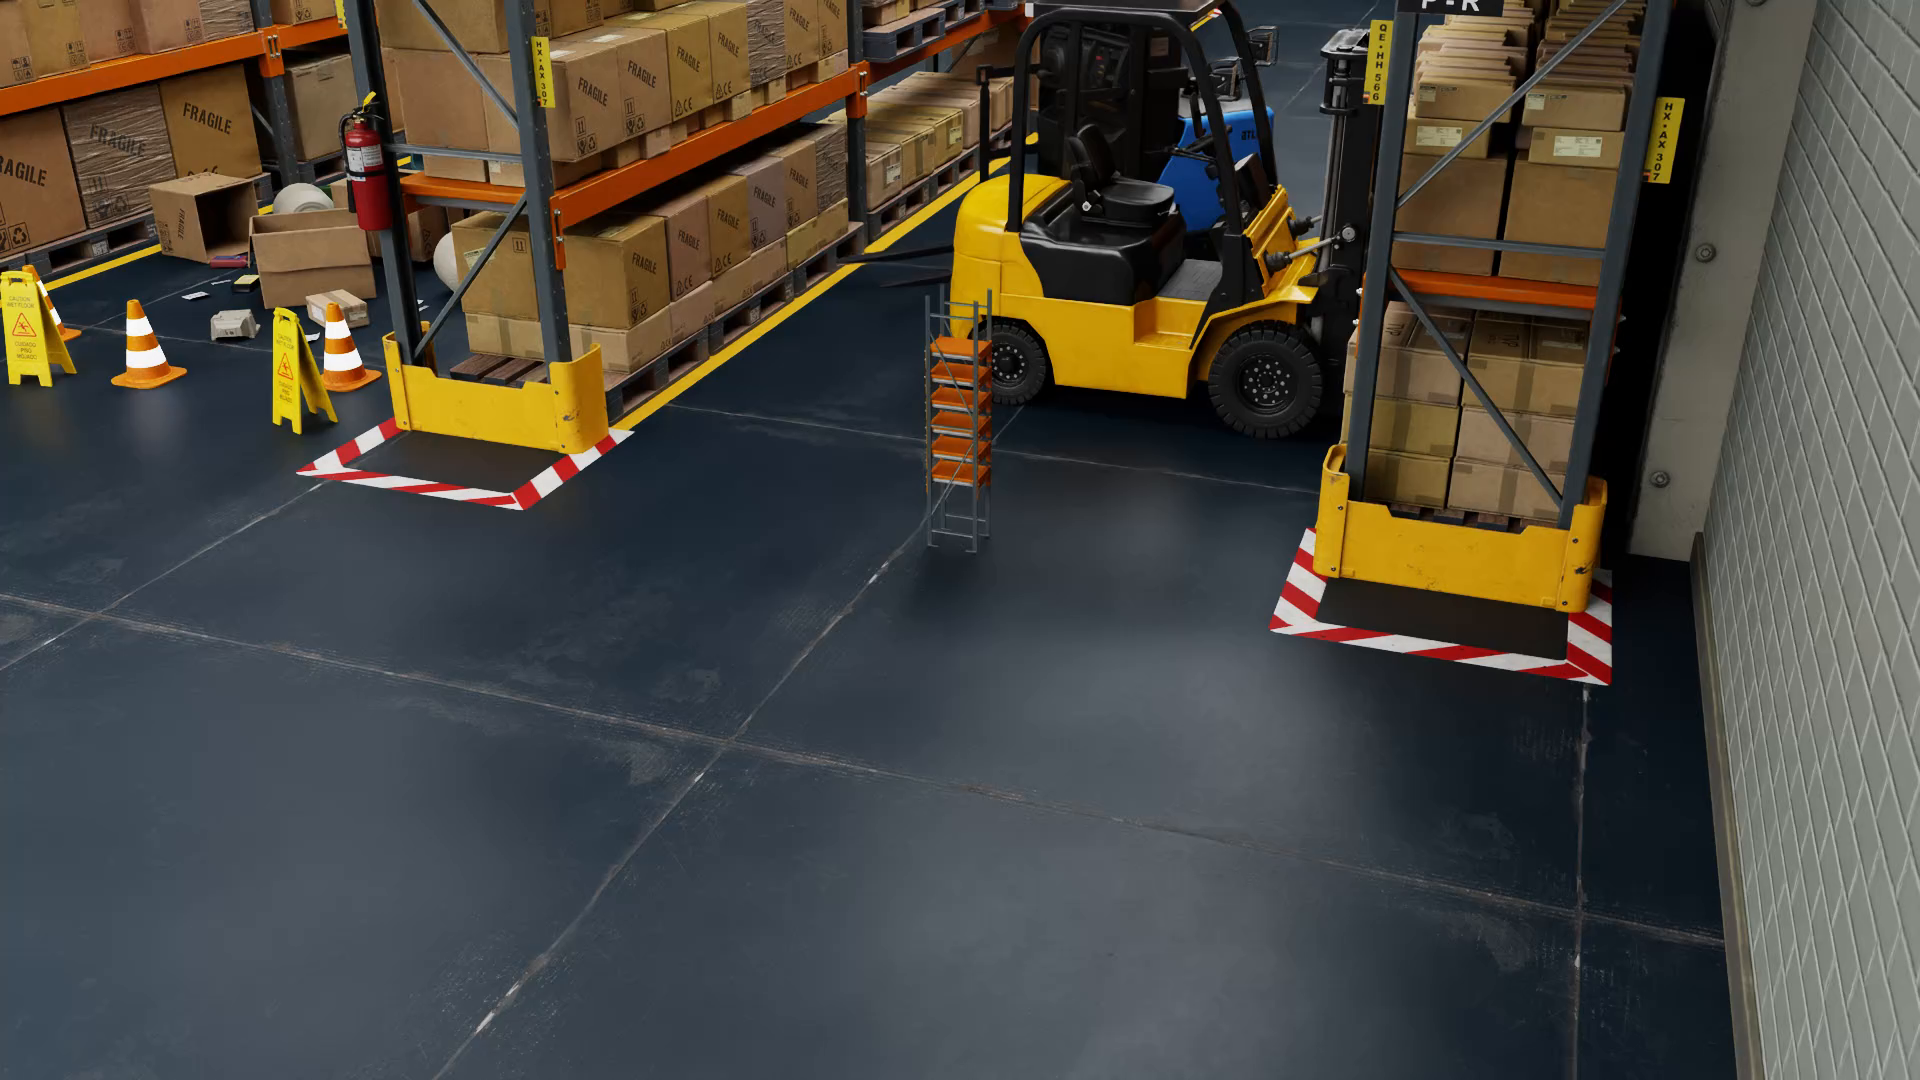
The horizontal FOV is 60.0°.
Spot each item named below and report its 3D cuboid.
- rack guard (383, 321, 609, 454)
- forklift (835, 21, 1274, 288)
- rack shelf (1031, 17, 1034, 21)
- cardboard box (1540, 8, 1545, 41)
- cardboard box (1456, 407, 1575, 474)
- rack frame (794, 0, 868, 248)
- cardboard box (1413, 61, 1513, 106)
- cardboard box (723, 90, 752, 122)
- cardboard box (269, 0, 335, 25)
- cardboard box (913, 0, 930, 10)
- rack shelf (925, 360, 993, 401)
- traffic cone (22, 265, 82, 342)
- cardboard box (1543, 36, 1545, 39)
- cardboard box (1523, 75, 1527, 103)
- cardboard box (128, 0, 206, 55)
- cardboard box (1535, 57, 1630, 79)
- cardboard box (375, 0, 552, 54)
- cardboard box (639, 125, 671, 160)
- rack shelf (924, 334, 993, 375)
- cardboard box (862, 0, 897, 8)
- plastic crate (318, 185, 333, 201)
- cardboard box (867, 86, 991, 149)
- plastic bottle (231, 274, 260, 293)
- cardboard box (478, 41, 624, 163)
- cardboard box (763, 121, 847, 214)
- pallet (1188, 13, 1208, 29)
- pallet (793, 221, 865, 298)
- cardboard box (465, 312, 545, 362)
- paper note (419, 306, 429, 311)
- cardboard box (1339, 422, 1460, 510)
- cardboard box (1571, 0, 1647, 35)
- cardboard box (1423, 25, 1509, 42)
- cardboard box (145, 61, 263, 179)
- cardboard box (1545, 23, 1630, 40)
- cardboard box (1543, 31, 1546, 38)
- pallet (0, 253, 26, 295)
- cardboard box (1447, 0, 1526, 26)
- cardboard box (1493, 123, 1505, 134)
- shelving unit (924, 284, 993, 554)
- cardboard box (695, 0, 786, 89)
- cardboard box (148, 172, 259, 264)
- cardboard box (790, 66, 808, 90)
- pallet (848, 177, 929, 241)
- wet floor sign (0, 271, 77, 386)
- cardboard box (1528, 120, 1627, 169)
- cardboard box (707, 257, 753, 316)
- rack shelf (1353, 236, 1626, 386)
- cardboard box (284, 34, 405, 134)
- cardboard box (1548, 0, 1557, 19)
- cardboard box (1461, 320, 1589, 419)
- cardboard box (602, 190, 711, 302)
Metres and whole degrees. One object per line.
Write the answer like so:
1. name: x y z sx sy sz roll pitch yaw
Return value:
1. rack guard: -2.472 -0.820 8.869 1.175 0.500 0.348 9 27 17
2. forklift: 0.645 -3.184 10.962 3.031 2.935 1.130 -14 29 -27
3. rack shelf: 0.830 -5.699 16.904 1.077 0.370 4.000 9 27 17
4. cardboard box: 3.603 -3.448 11.027 0.500 0.250 0.500 8 27 16
5. cardboard box: 2.537 -0.535 7.512 0.500 0.250 0.500 9 27 18
6. rack frame: -1.166 -3.557 11.655 1.000 3.000 0.127 9 27 17
7. cardboard box: 2.158 -1.950 7.134 0.380 0.149 0.250 9 27 18
8. cardboard box: -1.485 -2.638 10.045 0.380 0.149 0.250 9 27 18
9. cardboard box: -5.439 -4.456 13.396 0.500 0.500 0.500 9 27 18
10. cardboard box: -0.446 -4.143 12.671 0.380 0.149 0.250 9 27 18
11. rack shelf: -0.005 -0.710 7.391 0.258 0.103 0.180 9 27 17
12. traffic cone: -5.683 -1.460 10.235 0.336 0.463 0.334 9 27 17
13. cardboard box: 3.284 -2.590 8.799 0.380 0.149 0.250 10 27 19
14. cardboard box: 2.609 -2.111 8.553 0.500 0.500 0.500 9 27 18
15. cardboard box: -6.141 -3.918 12.229 0.875 0.550 0.550 9 27 17
16. cardboard box: 2.691 -1.986 7.210 0.380 0.149 0.250 9 27 18
17. cardboard box: -2.533 -2.784 8.454 0.700 0.500 0.500 8 27 16
18. cardboard box: -1.826 -2.211 9.162 0.380 0.149 0.250 9 27 18
19. rack shelf: -0.005 -0.818 7.339 0.258 0.103 0.180 9 27 17
20. cardboard box: -0.740 -4.076 11.789 0.500 0.500 0.500 9 27 19
21. plastic crate: -4.690 -2.732 13.112 0.662 0.188 0.450 -20 23 -36
22. cardboard box: -0.270 -3.672 14.426 0.950 0.372 0.625 8 27 16
23. plastic bottle: -4.833 -1.751 11.296 0.133 0.061 0.283 0 26 -1
24. cardboard box: -2.078 -2.247 8.492 0.500 0.500 0.500 8 27 17
25. cardboard box: -1.110 -2.564 11.417 0.500 0.500 0.500 8 27 17
26. pallet: 2.635 -6.894 21.745 1.003 0.211 1.213 9 27 17
27. pallet: -1.356 -2.021 11.682 1.003 0.211 1.213 9 27 17
28. cardboard box: -2.474 -1.246 9.555 0.500 0.250 0.500 9 27 17
29. paper note: -3.516 -1.510 10.857 0.032 0.001 0.123 9 27 17
30. cardboard box: 2.043 -0.385 7.777 0.500 0.250 0.500 9 27 18
31. cardboard box: 3.472 -2.815 8.922 0.380 0.149 0.250 8 27 16
32. cardboard box: 2.435 -2.383 8.029 0.380 0.149 0.250 9 27 18
33. cardboard box: -6.143 -3.218 12.910 0.875 0.875 0.875 9 27 18
34. cardboard box: 3.040 -2.404 8.074 0.380 0.149 0.250 9 27 18
35. cardboard box: 3.621 -2.660 9.687 0.500 0.500 0.500 9 27 17
36. pallet: -7.006 -1.675 10.966 1.003 0.211 1.213 9 27 17
37. cardboard box: 2.808 -2.794 8.877 0.380 0.149 0.250 8 27 17
38. cardboard box: 2.237 -1.922 7.419 0.380 0.149 0.250 9 27 18
39. shelving unit: -0.005 -0.534 7.476 0.258 1.200 0.189 9 27 17
40. cardboard box: -1.413 -3.091 10.236 0.500 0.500 0.500 10 27 19
41. cardboard box: -5.417 -2.323 11.971 0.500 0.500 0.500 14 29 26
42. cardboard box: -1.223 -3.068 10.934 0.380 0.149 0.250 9 27 18
43. pallet: -0.908 -2.622 12.924 1.003 0.211 1.213 9 27 17
44. wet floor sign: -5.341 -1.231 9.552 0.267 0.644 0.232 4 26 8
45. cardboard box: 2.542 -1.634 6.823 0.380 0.149 0.250 8 27 16
46. cardboard box: -1.621 -1.591 10.267 0.500 0.250 0.500 11 28 21
47. rack shelf: 2.850 -1.693 8.631 1.077 0.370 4.000 9 27 17
48. cardboard box: -5.421 -4.074 14.822 1.050 0.750 0.750 9 27 17
49. cardboard box: 3.835 -3.289 10.242 0.380 0.149 0.250 8 27 16
50. cardboard box: 2.523 -0.767 7.417 0.500 0.250 0.500 8 27 17
51. cardboard box: -1.791 -1.719 9.671 0.500 0.500 0.500 8 27 16
